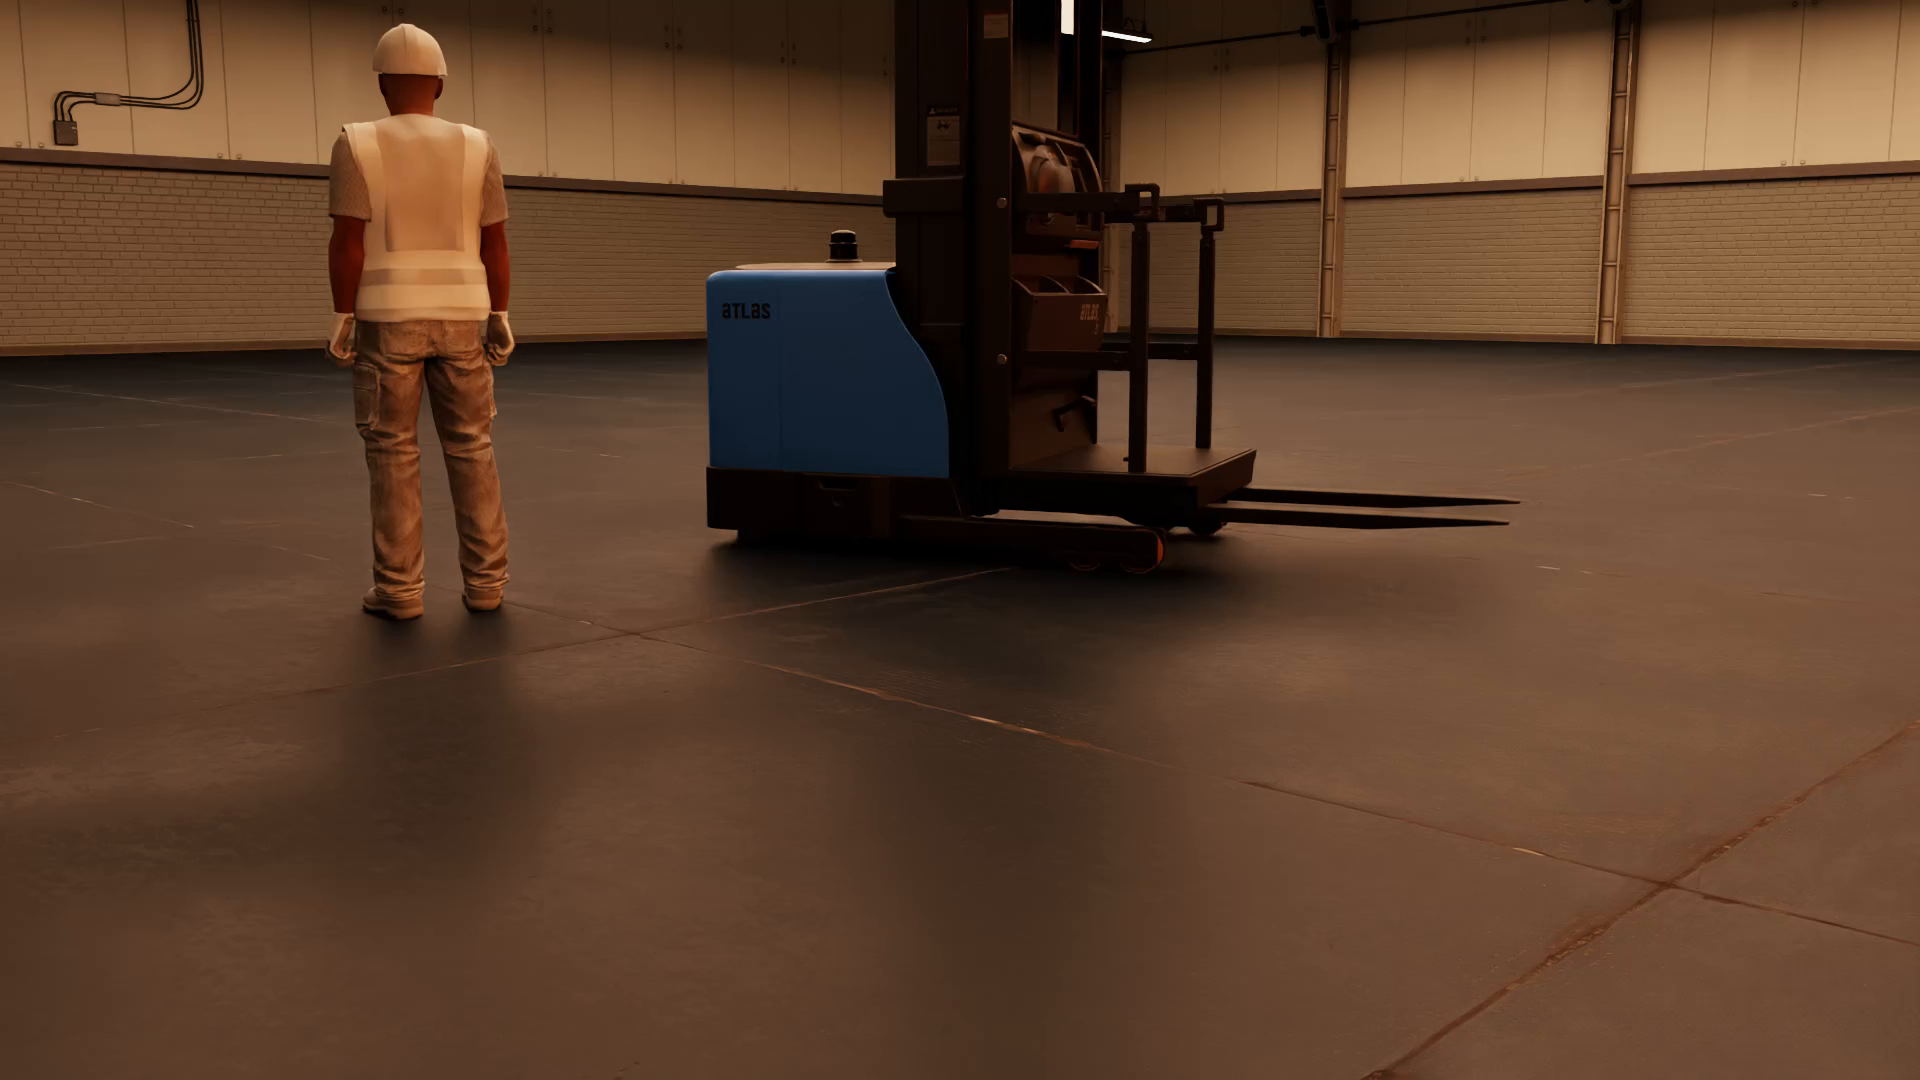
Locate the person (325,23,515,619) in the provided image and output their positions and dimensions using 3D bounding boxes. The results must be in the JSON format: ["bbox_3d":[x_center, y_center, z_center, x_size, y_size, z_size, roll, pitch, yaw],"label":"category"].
[{"bbox_3d":[-1.669,-0.664,5.135,0.566,1.789,0.361,-5,10,-32],"label":"person"}]

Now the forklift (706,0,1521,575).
[{"bbox_3d":[0.565,-1.416,6.275,3.031,2.935,1.130,3,9,22],"label":"forklift"}]
